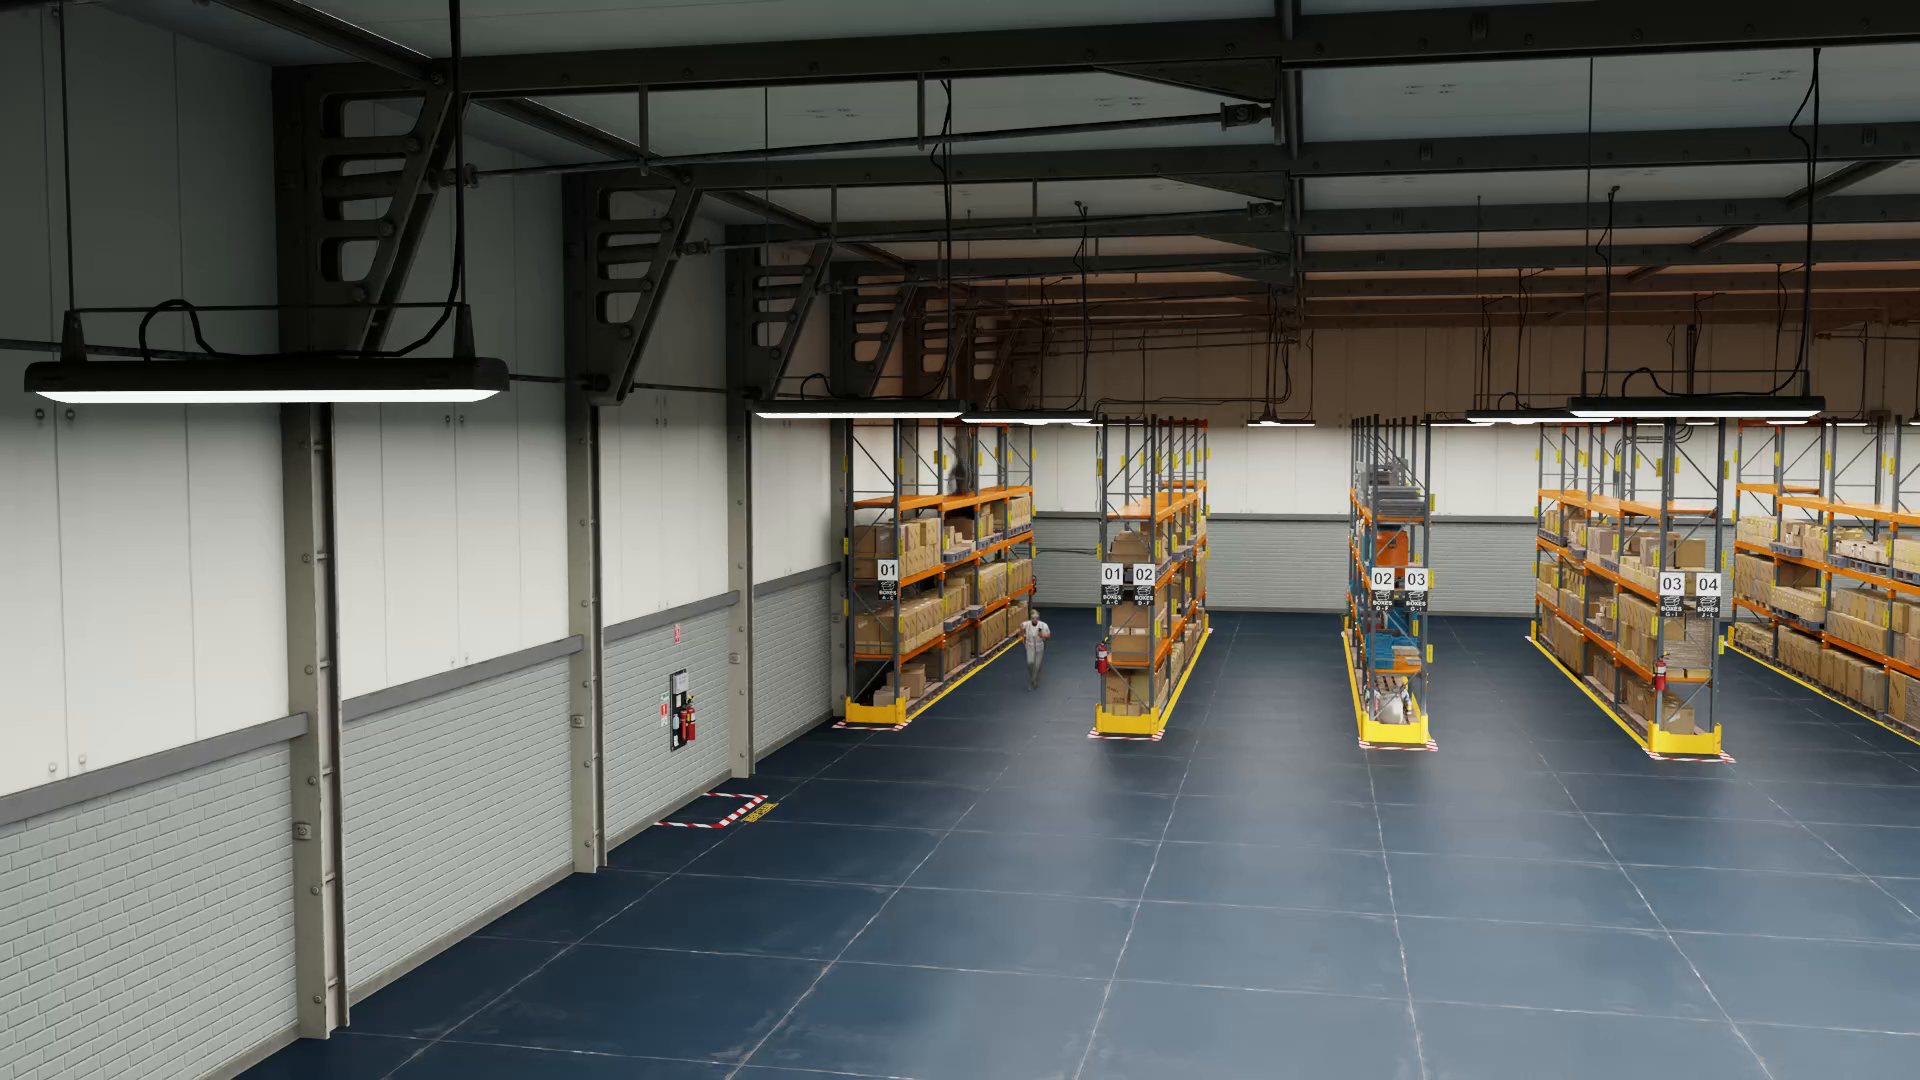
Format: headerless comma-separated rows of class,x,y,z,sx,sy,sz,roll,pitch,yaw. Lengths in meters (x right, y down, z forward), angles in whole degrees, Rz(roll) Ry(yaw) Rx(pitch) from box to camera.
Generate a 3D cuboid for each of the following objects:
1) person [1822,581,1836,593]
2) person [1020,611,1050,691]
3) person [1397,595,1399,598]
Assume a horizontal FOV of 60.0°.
person,22.503,1.979,43.103,0.668,1.855,0.862,0,4,-6
person,1.659,2.426,36.712,0.650,1.784,0.966,0,4,-1
person,12.459,1.702,47.349,0.846,1.700,0.645,1,4,10
